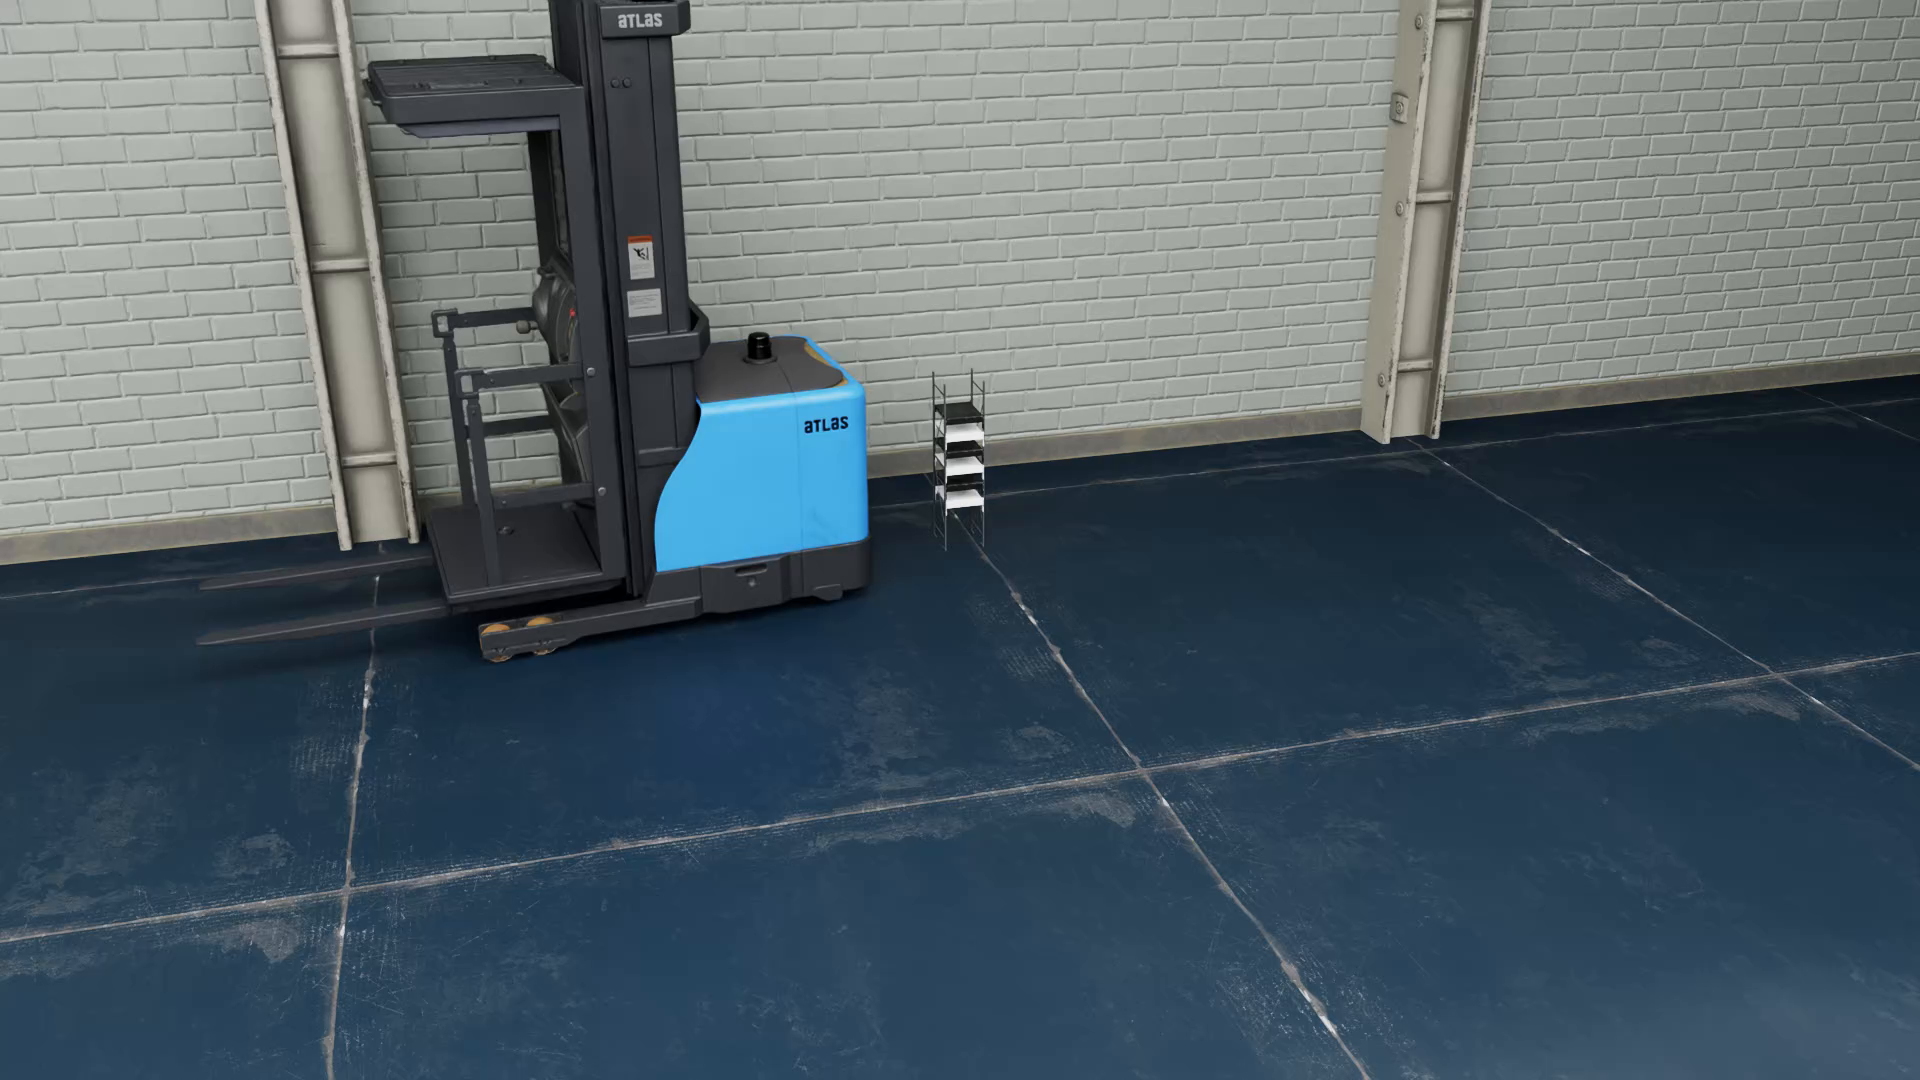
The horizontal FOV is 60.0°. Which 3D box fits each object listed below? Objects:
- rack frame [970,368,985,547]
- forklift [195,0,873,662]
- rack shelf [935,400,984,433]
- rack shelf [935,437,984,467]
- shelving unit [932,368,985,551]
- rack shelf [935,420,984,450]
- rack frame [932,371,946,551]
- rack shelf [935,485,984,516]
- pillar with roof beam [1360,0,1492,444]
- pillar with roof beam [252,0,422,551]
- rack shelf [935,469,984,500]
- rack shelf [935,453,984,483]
[{"bbox_3d":[0.090,-0.424,8.596,0.006,0.900,0.240,-6,24,-14],"label":"rack frame"},{"bbox_3d":[-1.996,-1.035,7.446,3.031,2.935,1.130,-9,25,-20],"label":"forklift"},{"bbox_3d":[-0.008,-0.630,8.477,0.200,0.077,0.258,-6,24,-14],"label":"rack shelf"},{"bbox_3d":[-0.008,-0.465,8.548,0.200,0.077,0.258,-6,24,-14],"label":"rack shelf"},{"bbox_3d":[-0.008,-0.413,8.571,0.210,0.900,0.258,-6,24,-14],"label":"shelving unit"},{"bbox_3d":[-0.008,-0.547,8.513,0.200,0.077,0.258,-6,24,-14],"label":"rack shelf"},{"bbox_3d":[-0.106,-0.402,8.545,0.006,0.900,0.240,-6,24,-14],"label":"rack frame"},{"bbox_3d":[-0.008,-0.217,8.655,0.200,0.077,0.258,-6,24,-14],"label":"rack shelf"},{"bbox_3d":[3.877,-3.164,4.712,0.400,9.000,9.100,-6,24,-14],"label":"pillar with roof beam"},{"bbox_3d":[-1.900,-2.525,3.223,0.400,9.000,9.100,-6,24,-14],"label":"pillar with roof beam"},{"bbox_3d":[-0.008,-0.299,8.619,0.200,0.077,0.258,-6,24,-14],"label":"rack shelf"},{"bbox_3d":[-0.008,-0.382,8.584,0.200,0.077,0.258,-6,24,-14],"label":"rack shelf"}]
